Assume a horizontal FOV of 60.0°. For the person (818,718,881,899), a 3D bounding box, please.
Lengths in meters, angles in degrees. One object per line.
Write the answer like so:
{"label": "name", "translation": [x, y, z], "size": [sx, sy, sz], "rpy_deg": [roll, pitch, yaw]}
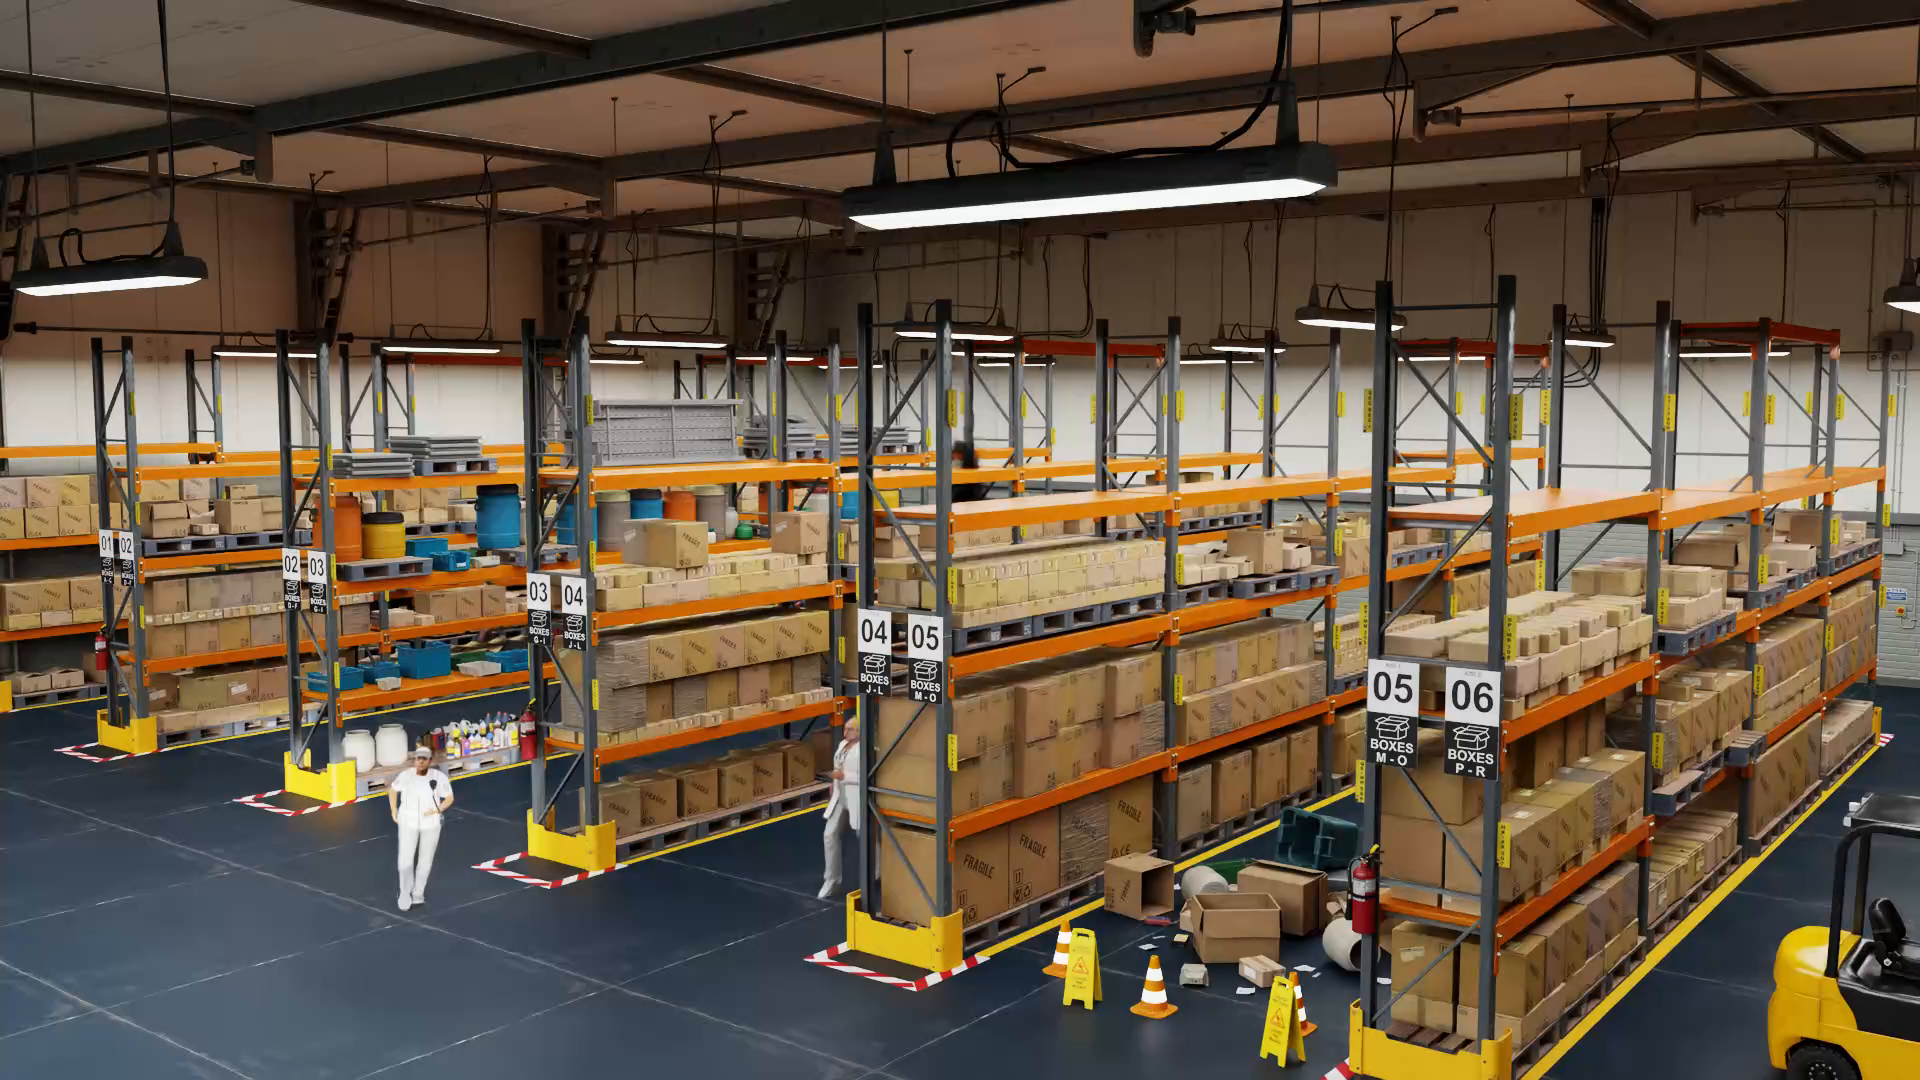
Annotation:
{"label": "person", "translation": [-1.108, 2.764, 17.330], "size": [0.679, 1.837, 0.894], "rpy_deg": [4, 6, 36]}

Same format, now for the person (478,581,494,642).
{"label": "person", "translation": [-8.971, 1.596, 31.596], "size": [0.592, 1.644, 0.945], "rpy_deg": [3, 6, 34]}

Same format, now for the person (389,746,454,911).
{"label": "person", "translation": [-5.415, 2.898, 16.732], "size": [0.634, 1.664, 0.585], "rpy_deg": [-1, 5, -15]}
